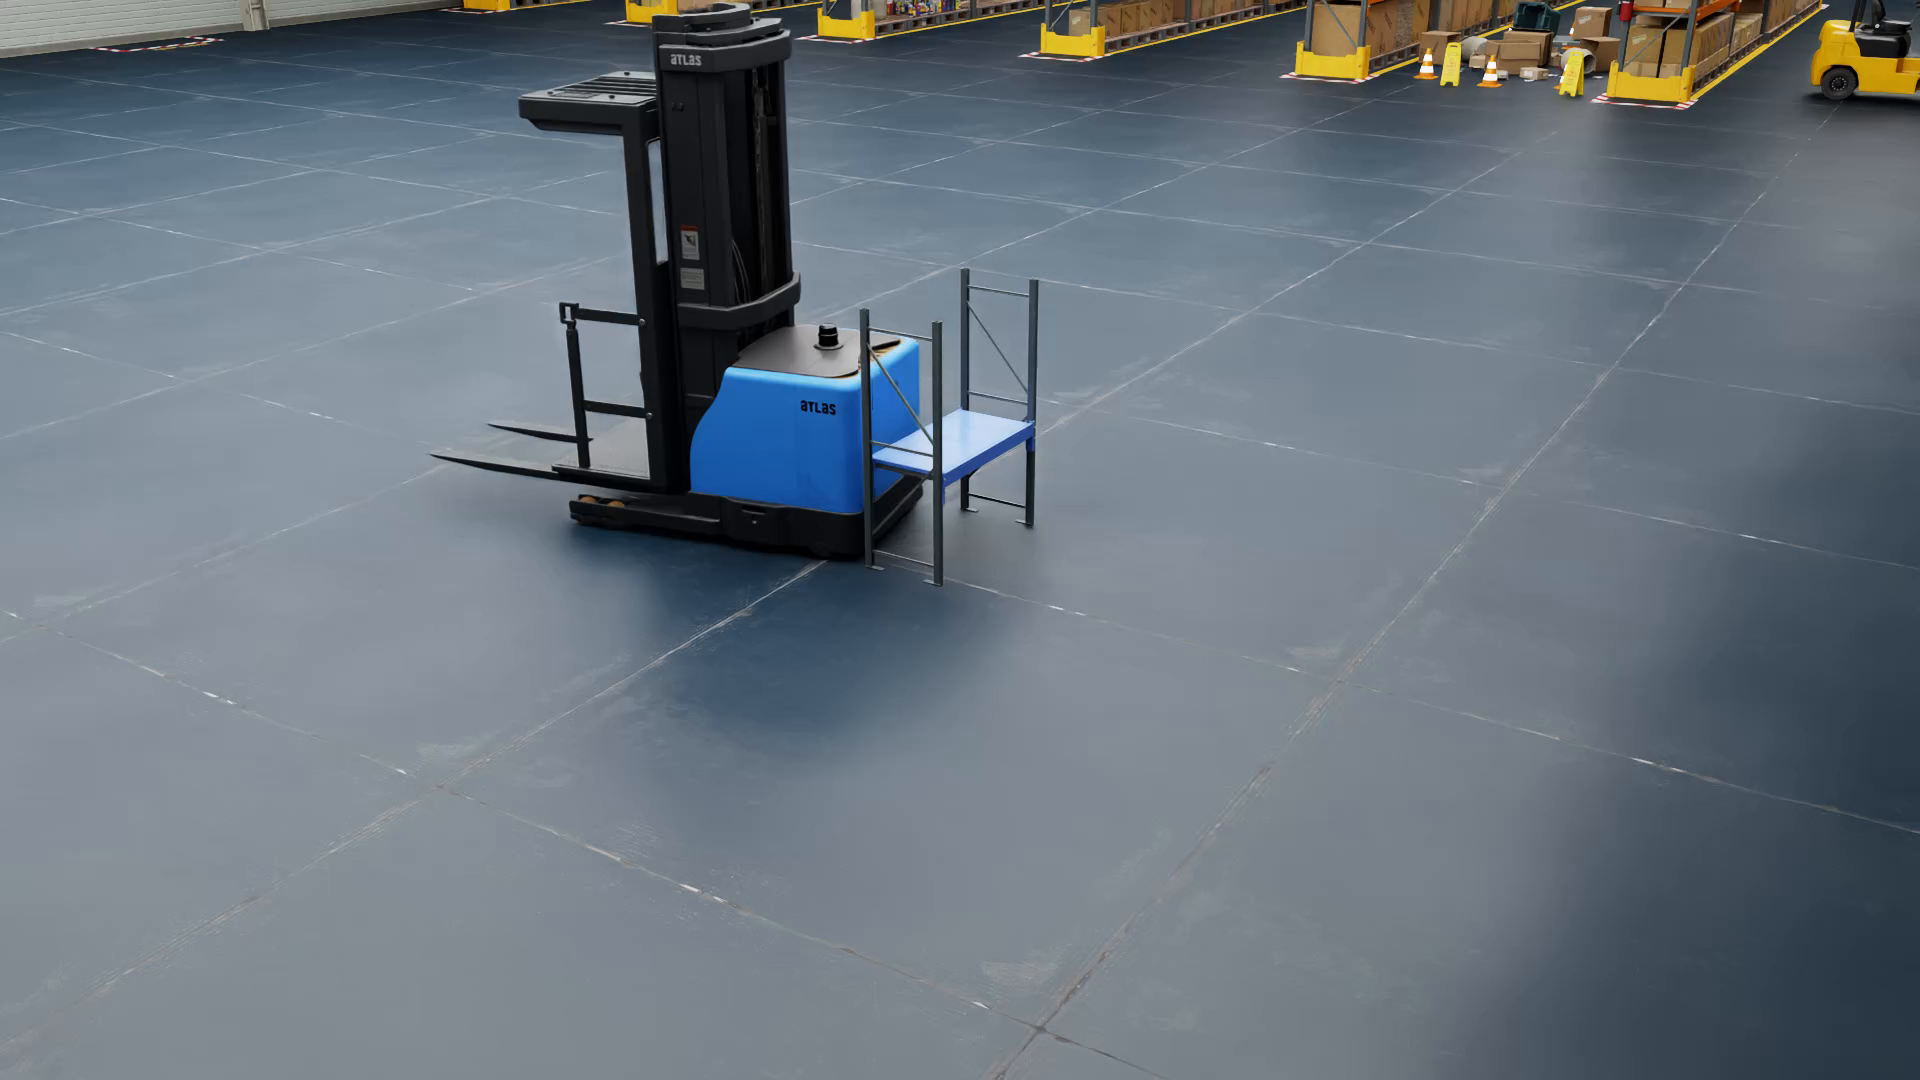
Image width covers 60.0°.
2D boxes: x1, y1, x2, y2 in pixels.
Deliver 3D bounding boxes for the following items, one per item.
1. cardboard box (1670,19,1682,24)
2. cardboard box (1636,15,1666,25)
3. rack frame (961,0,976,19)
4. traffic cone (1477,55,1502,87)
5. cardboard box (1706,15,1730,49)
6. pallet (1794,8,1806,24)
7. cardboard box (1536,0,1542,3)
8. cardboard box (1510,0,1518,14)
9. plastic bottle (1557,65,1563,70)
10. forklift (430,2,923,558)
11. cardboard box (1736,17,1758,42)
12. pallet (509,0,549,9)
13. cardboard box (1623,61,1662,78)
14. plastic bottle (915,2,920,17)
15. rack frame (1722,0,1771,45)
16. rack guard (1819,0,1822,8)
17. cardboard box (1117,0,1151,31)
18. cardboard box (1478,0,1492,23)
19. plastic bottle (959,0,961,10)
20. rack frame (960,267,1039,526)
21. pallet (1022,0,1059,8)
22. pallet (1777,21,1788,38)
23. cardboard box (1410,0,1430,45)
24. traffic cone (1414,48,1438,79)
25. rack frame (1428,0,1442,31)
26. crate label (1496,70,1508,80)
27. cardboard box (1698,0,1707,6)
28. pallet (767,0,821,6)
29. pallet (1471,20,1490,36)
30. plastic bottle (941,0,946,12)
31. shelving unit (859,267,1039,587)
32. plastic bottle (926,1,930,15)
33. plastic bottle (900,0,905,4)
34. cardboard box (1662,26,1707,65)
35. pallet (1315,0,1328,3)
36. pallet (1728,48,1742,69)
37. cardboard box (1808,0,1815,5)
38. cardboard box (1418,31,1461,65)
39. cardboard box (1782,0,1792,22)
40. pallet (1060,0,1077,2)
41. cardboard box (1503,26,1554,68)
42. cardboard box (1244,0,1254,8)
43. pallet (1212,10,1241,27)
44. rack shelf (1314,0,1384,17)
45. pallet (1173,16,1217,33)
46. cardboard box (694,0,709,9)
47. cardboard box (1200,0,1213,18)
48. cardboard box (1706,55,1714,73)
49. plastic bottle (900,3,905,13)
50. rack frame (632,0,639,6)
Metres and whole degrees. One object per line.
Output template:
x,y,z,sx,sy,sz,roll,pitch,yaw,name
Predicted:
11.155,-8.013,26.472,0.500,0.500,0.500,13,27,28,cardboard box
10.747,-8.103,25.863,0.380,0.149,0.250,15,27,30,cardboard box
-0.108,-12.532,34.922,1.000,3.000,0.127,14,27,29,rack frame
8.418,-7.436,26.345,0.336,0.463,0.334,14,27,29,traffic cone
12.168,-8.264,27.053,0.500,0.500,0.500,14,27,30,cardboard box
17.207,-11.078,35.073,1.003,0.211,1.213,14,27,29,pallet
12.304,-11.863,35.996,0.500,0.500,0.500,13,27,28,cardboard box
11.222,-11.172,34.398,0.500,0.500,0.500,14,27,30,cardboard box
10.245,-8.026,28.213,0.133,0.061,0.283,20,30,38,plastic bottle
-1.799,-1.595,9.745,3.031,2.935,1.130,8,25,19,forklift
13.940,-9.315,30.270,0.950,0.372,0.625,13,27,28,cardboard box
-10.136,-12.271,37.829,1.003,0.211,1.213,14,27,29,pallet
10.620,-7.335,25.851,0.500,0.250,0.500,14,27,29,cardboard box
-0.862,-10.756,33.686,0.061,0.283,0.133,14,27,30,plastic bottle
14.629,-10.767,30.846,1.000,3.000,0.127,14,27,29,rack frame
18.862,-12.328,37.598,1.175,0.500,0.348,14,27,29,rack guard
3.298,-9.992,31.673,0.500,0.500,0.500,11,26,24,cardboard box
9.973,-10.744,33.096,1.050,0.750,0.750,13,27,28,cardboard box
-0.035,-11.262,34.957,0.097,0.201,0.097,0,23,0,plastic bottle
0.223,-0.831,9.782,0.500,1.500,0.032,14,27,29,rack frame
1.560,-12.349,38.009,1.003,0.211,1.213,14,27,29,pallet
15.753,-10.148,32.925,1.003,0.211,1.213,14,27,29,pallet
7.869,-9.440,29.927,0.875,0.875,0.875,14,27,30,cardboard box
7.637,-7.788,27.157,0.336,0.463,0.334,14,27,29,traffic cone
8.260,-10.420,30.045,1.000,3.000,0.127,14,27,29,rack frame
8.780,-7.565,27.052,0.250,0.136,0.298,1,23,2,crate label
11.094,-8.184,25.195,0.380,0.149,0.250,13,27,27,cardboard box
-3.959,-12.548,38.470,1.003,0.211,1.213,14,27,29,pallet
9.890,-10.240,33.139,1.003,0.211,1.213,14,27,29,pallet
-0.355,-11.081,34.436,0.061,0.283,0.133,16,28,32,plastic bottle
-0.045,-0.659,9.386,0.538,1.500,1.048,14,27,29,shelving unit
-0.656,-10.896,34.024,0.097,0.271,0.097,0,23,0,plastic bottle
-1.210,-11.125,34.454,0.144,0.351,0.185,14,27,29,plastic bottle
11.082,-7.564,25.436,0.500,0.500,0.500,13,27,27,cardboard box
7.977,-12.638,38.678,1.003,0.211,1.213,14,27,29,pallet
12.928,-8.400,28.889,1.003,0.211,1.213,14,27,29,pallet
18.110,-11.930,36.228,0.875,0.438,0.875,15,27,30,cardboard box
8.313,-8.535,28.834,0.500,0.500,0.500,20,30,38,cardboard box
16.010,-10.802,33.073,0.875,0.875,0.875,15,27,30,cardboard box
2.383,-12.877,39.230,1.003,0.211,1.213,14,27,29,pallet
9.671,-8.424,28.406,0.797,0.637,0.503,14,27,29,cardboard box
5.873,-11.668,35.520,0.700,0.500,0.500,12,26,26,cardboard box
5.152,-10.891,34.641,1.003,0.211,1.213,14,27,29,pallet
7.205,-9.415,28.628,1.077,0.370,4.000,14,27,29,rack shelf
4.509,-10.477,33.686,1.003,0.211,1.213,14,27,29,pallet
-5.692,-11.456,35.369,0.500,0.250,0.500,14,27,29,cardboard box
4.710,-10.908,33.765,0.700,0.500,0.500,14,27,29,cardboard box
11.622,-7.570,26.392,0.500,0.250,0.500,16,28,32,cardboard box
-1.182,-10.983,34.314,0.097,0.201,0.097,0,23,0,plastic bottle
-6.424,-12.221,34.204,1.000,3.000,0.127,14,27,29,rack frame
